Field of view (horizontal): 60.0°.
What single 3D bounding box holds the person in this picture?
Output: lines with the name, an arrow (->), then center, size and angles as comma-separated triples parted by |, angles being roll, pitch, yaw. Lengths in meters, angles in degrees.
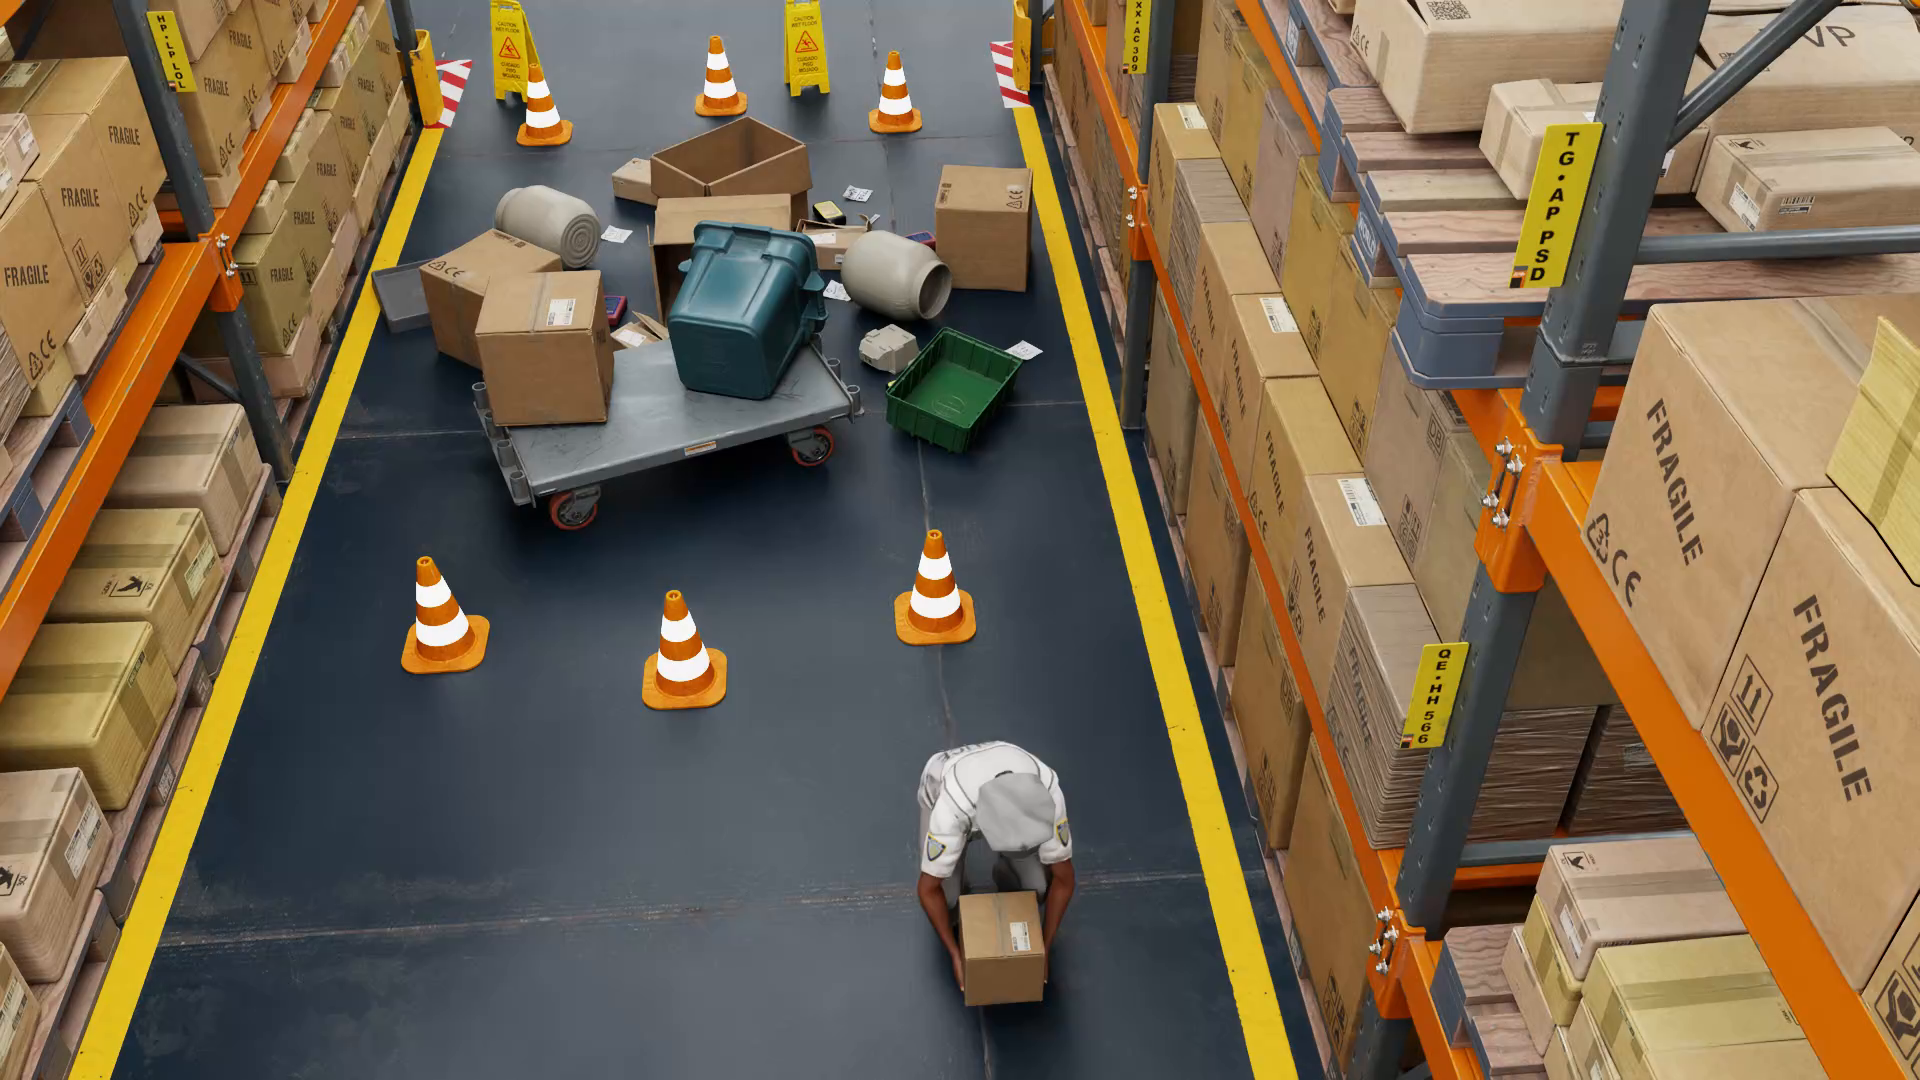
person -> 0.102, 0.988, 5.524 | 0.514, 0.949, 0.837 | -4, 39, -4
